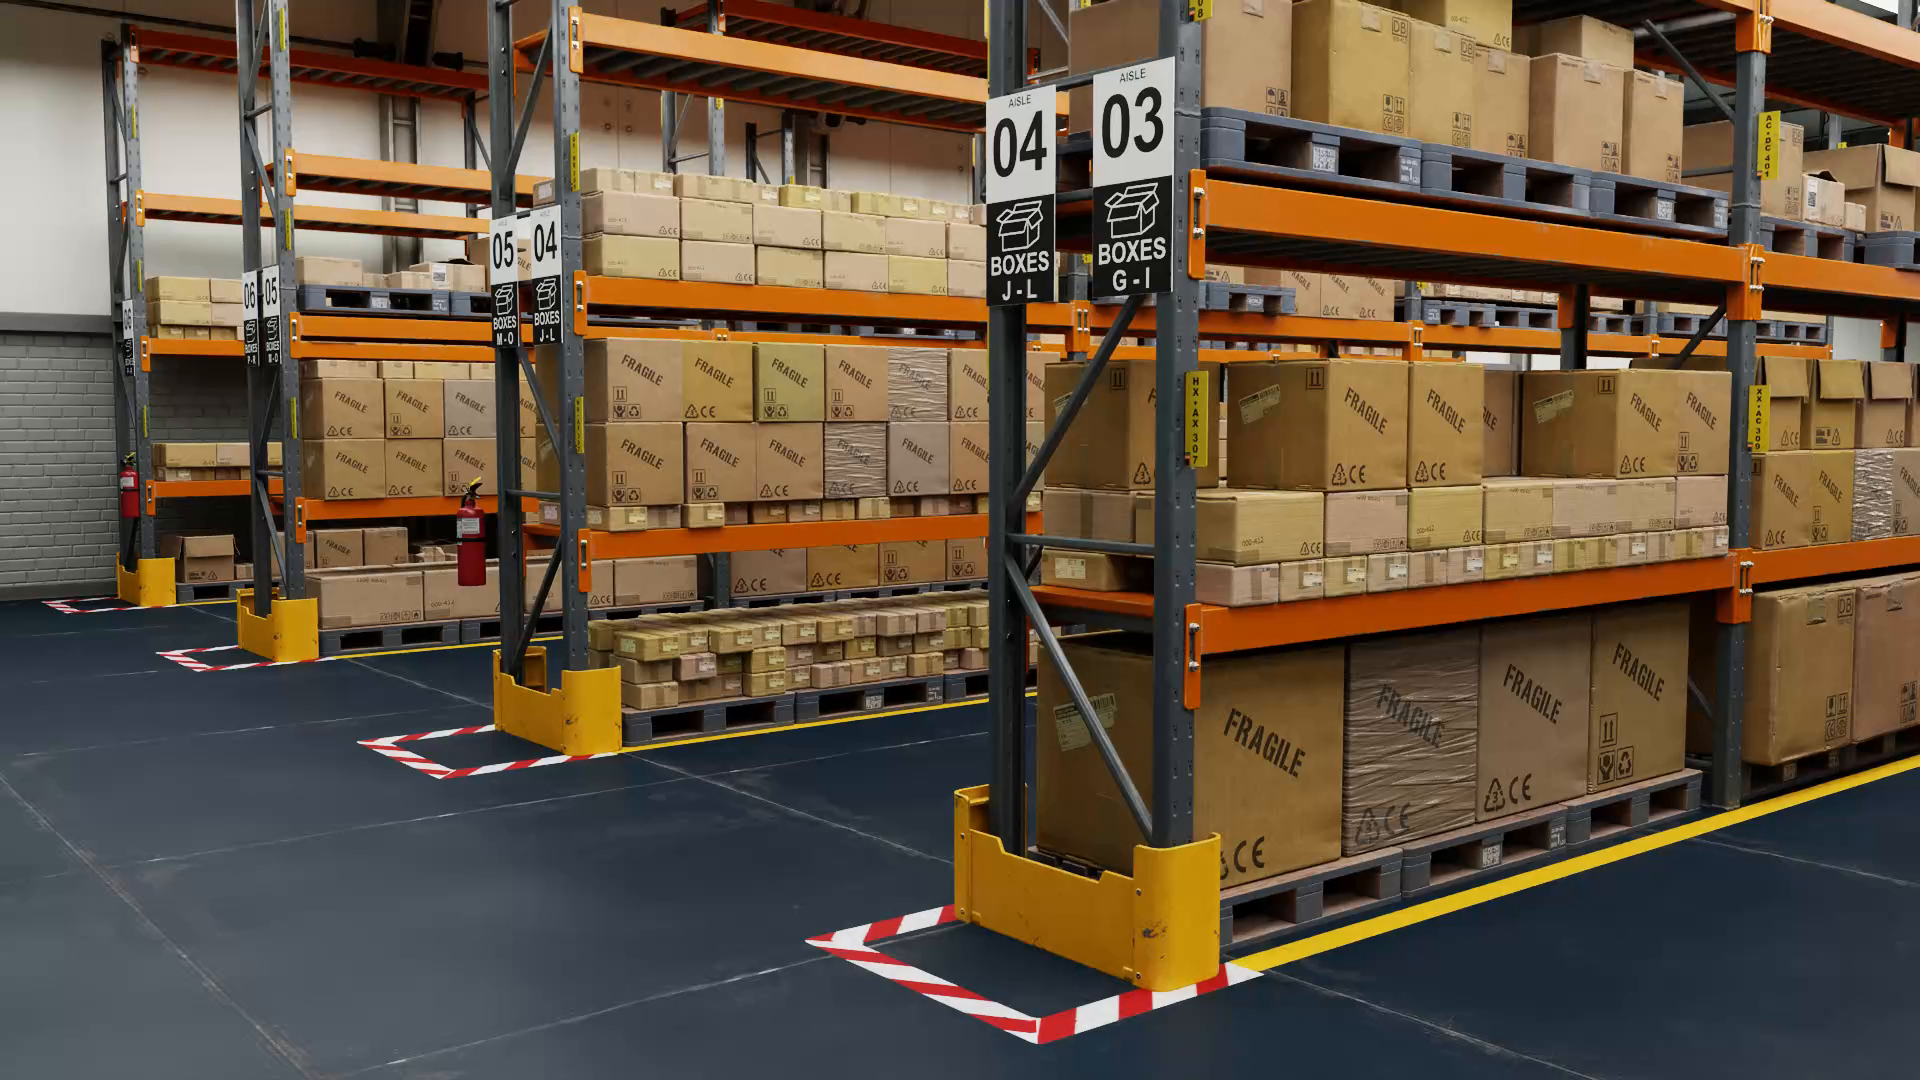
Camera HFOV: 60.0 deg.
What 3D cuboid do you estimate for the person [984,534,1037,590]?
[{"bbox_3d":[0.449,-0.018,15.097,0.614,1.773,0.449,-4,5,-40],"label":"person"}]
